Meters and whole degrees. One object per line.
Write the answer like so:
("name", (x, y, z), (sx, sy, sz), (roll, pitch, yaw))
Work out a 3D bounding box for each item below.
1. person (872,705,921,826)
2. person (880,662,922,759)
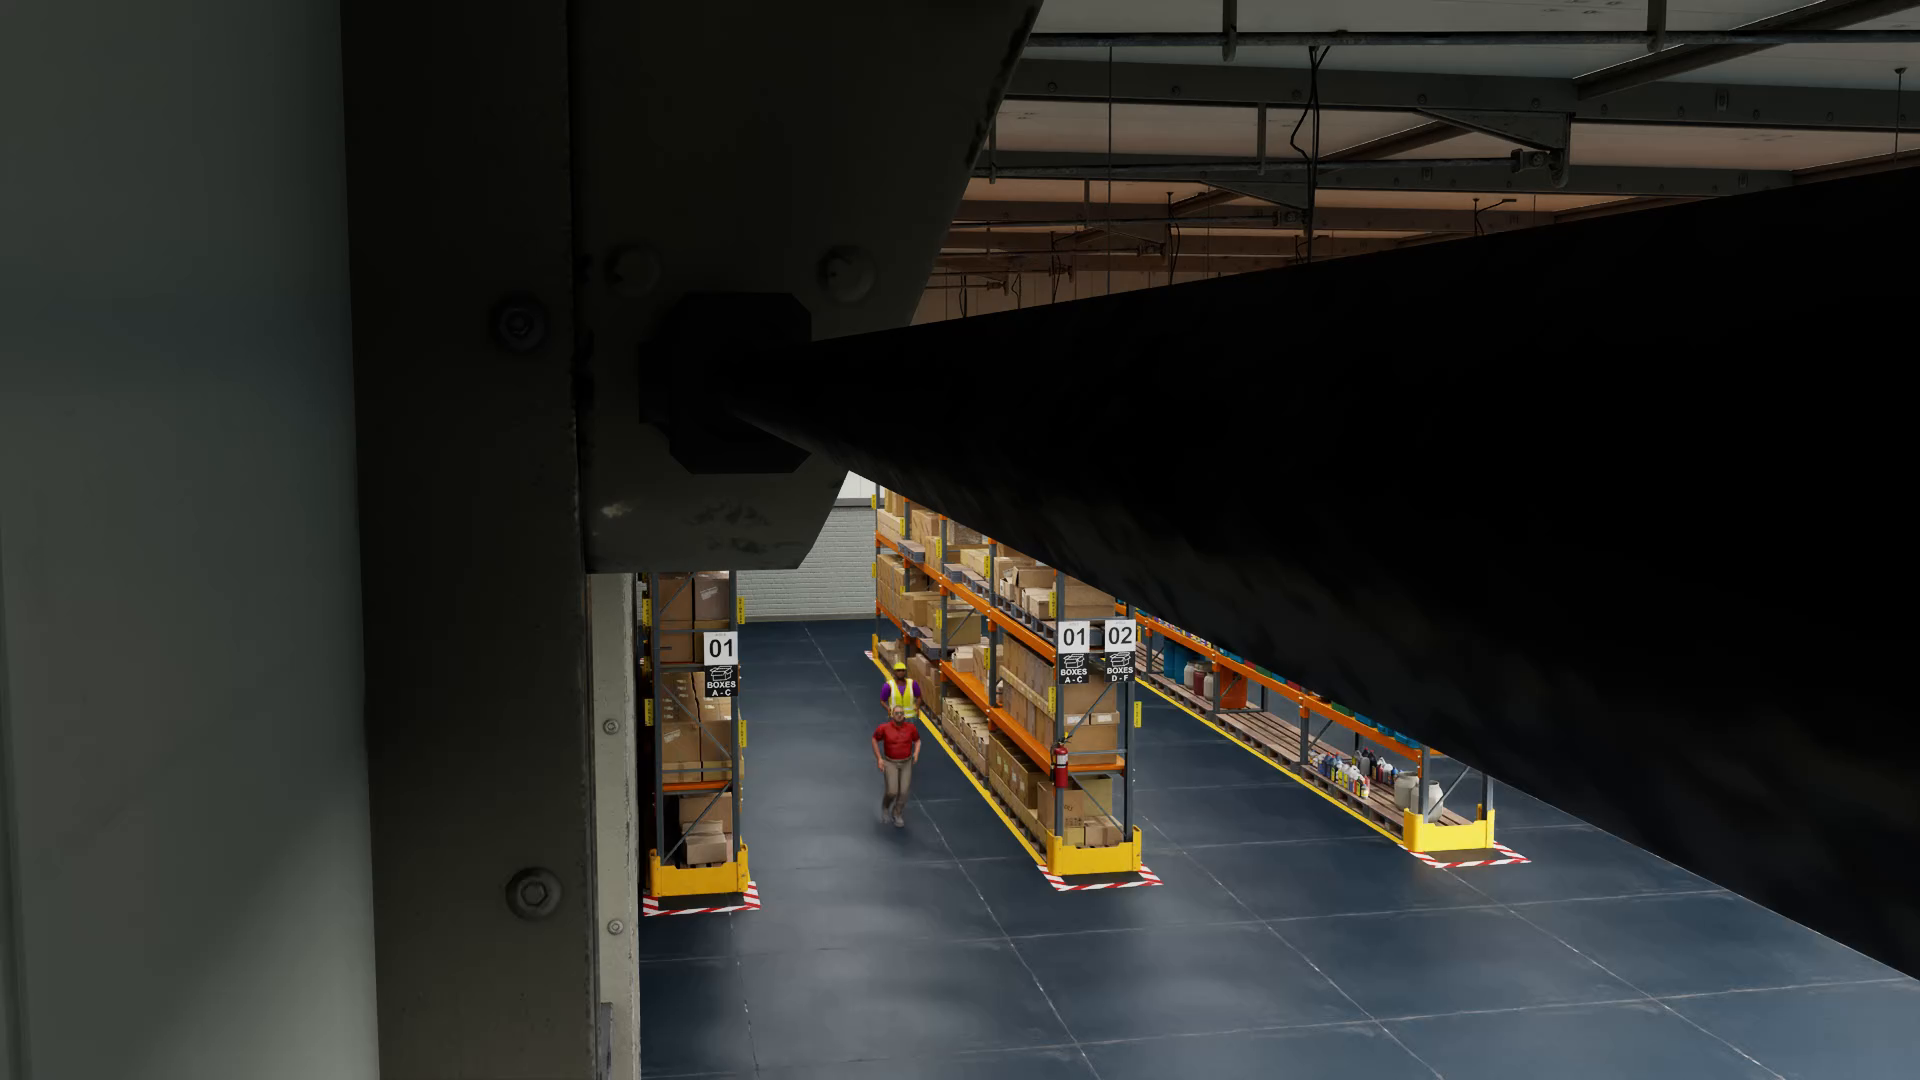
("person", (-0.844, 3.128, 23.025), (0.673, 1.693, 0.591), (-2, 6, -18))
("person", (-0.898, 2.758, 25.839), (0.674, 1.718, 0.565), (-1, 6, -9))
